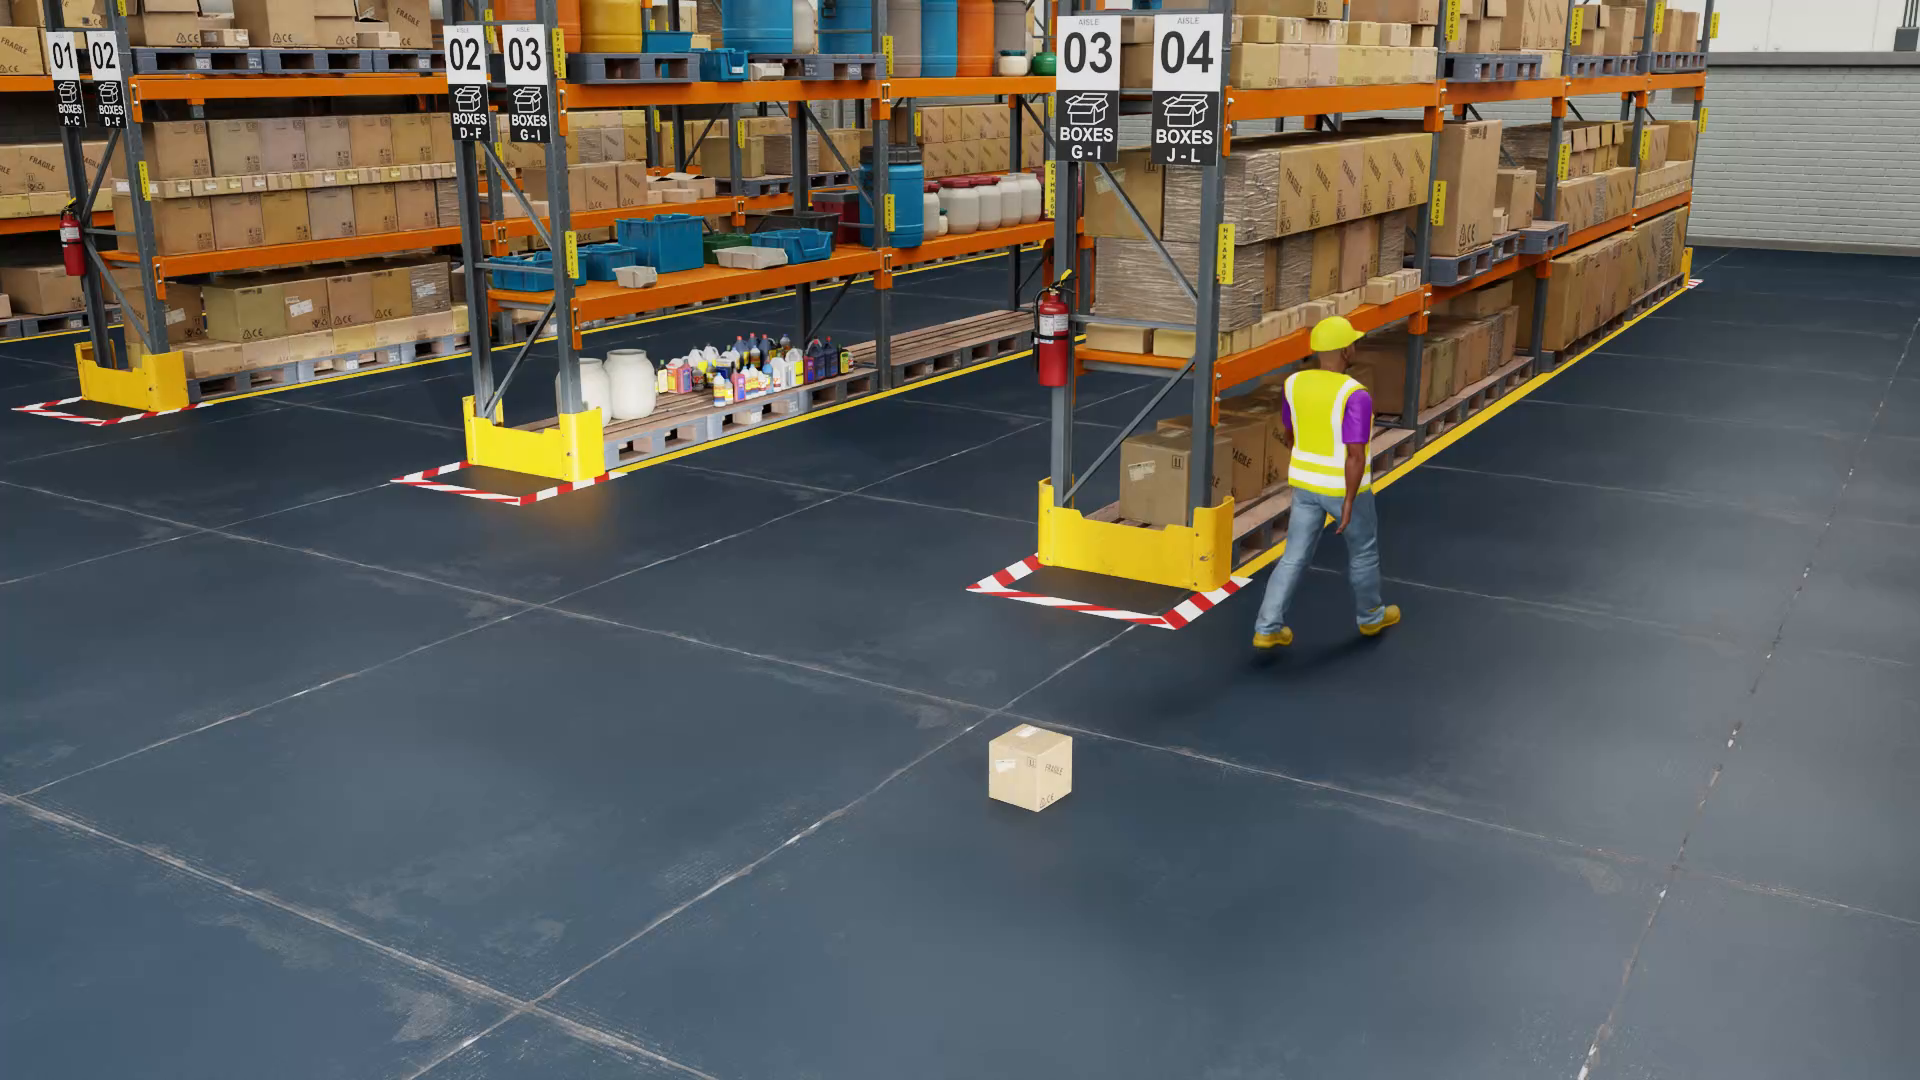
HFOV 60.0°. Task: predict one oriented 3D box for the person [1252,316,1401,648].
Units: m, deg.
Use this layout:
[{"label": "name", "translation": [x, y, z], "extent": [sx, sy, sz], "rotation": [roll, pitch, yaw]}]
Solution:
[{"label": "person", "translation": [1.912, -0.299, 8.532], "extent": [1.048, 1.721, 0.569], "rotation": [-15, 22, -43]}]
